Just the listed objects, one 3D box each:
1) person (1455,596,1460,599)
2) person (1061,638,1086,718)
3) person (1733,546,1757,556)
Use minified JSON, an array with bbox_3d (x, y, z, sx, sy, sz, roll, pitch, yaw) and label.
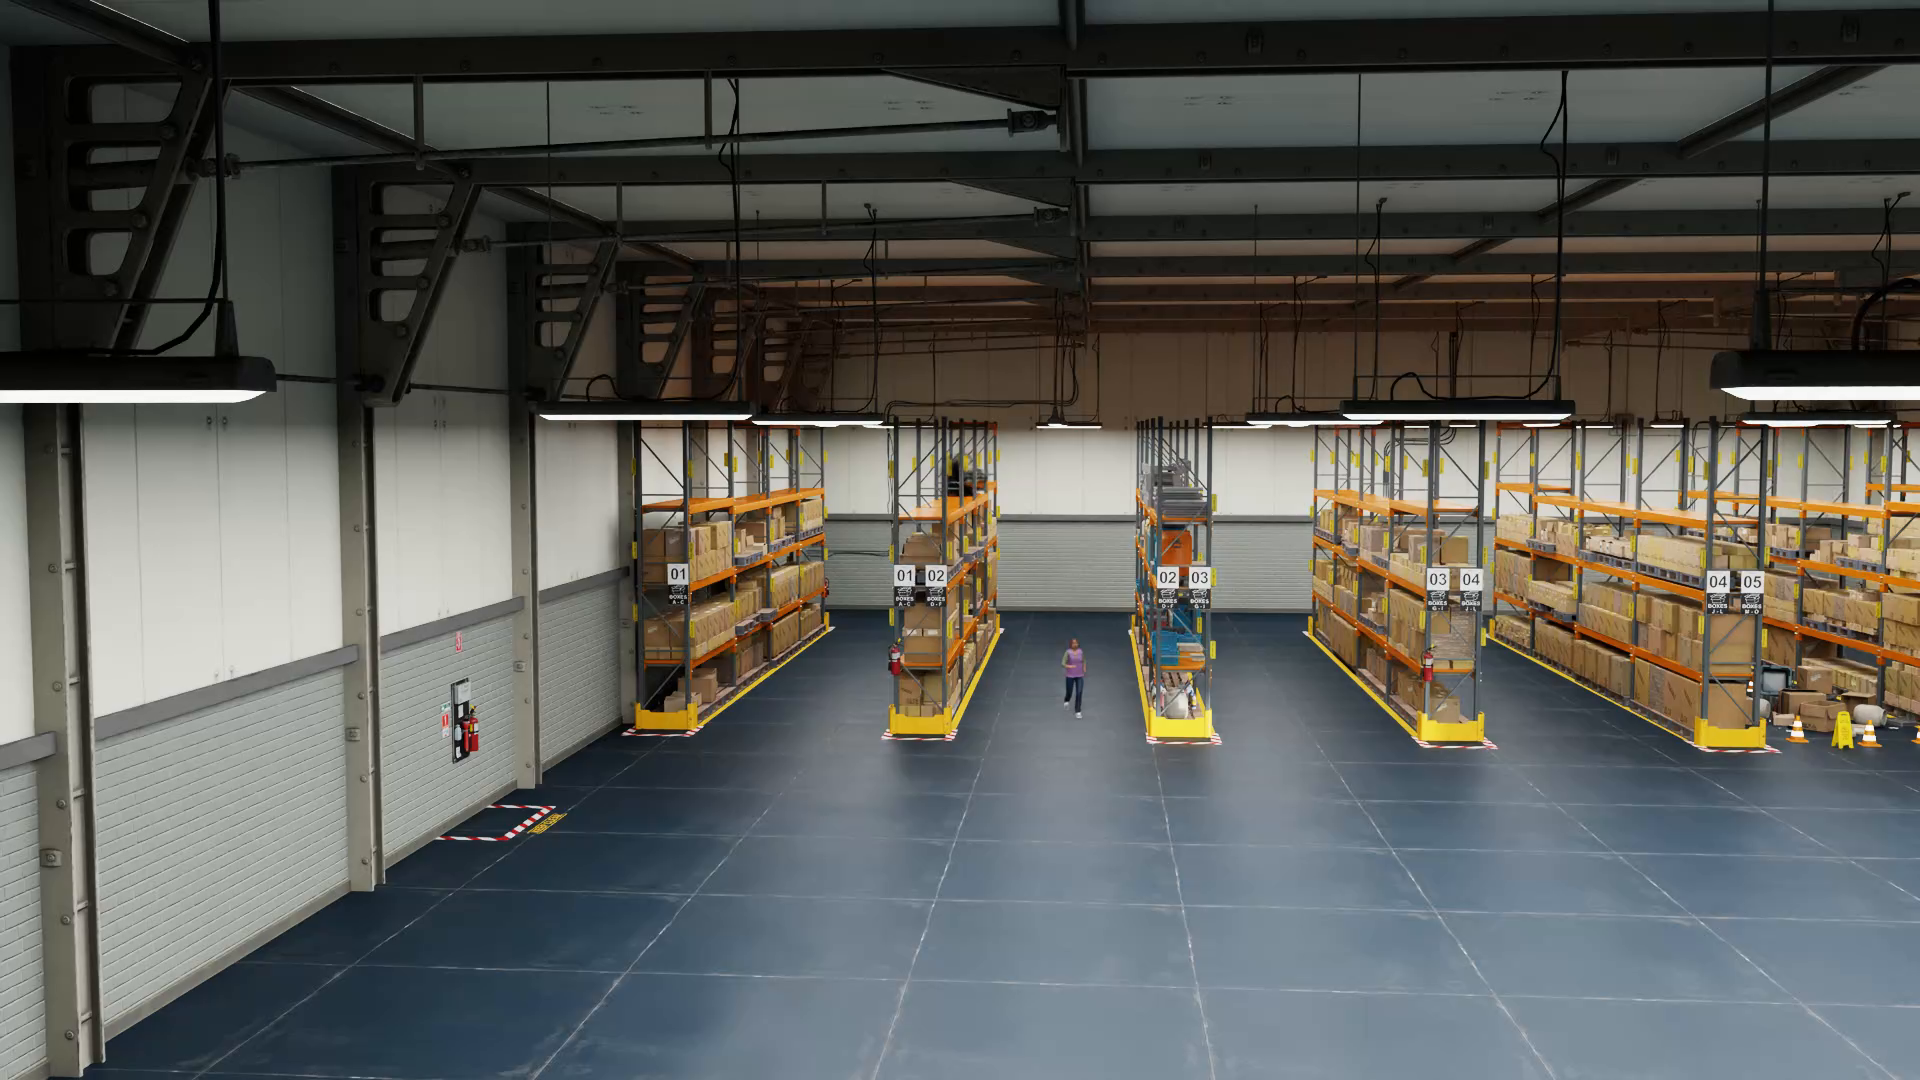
[{"bbox_3d":[13.800,1.814,46.900,0.568,1.702,0.661,-3,5,-36],"label":"person"},{"bbox_3d":[2.296,2.749,33.404,0.552,1.575,0.819,-1,4,-10],"label":"person"},{"bbox_3d":[18.033,1.396,38.700,8.690,3.602,16.073,0,4,-4],"label":"person"}]
